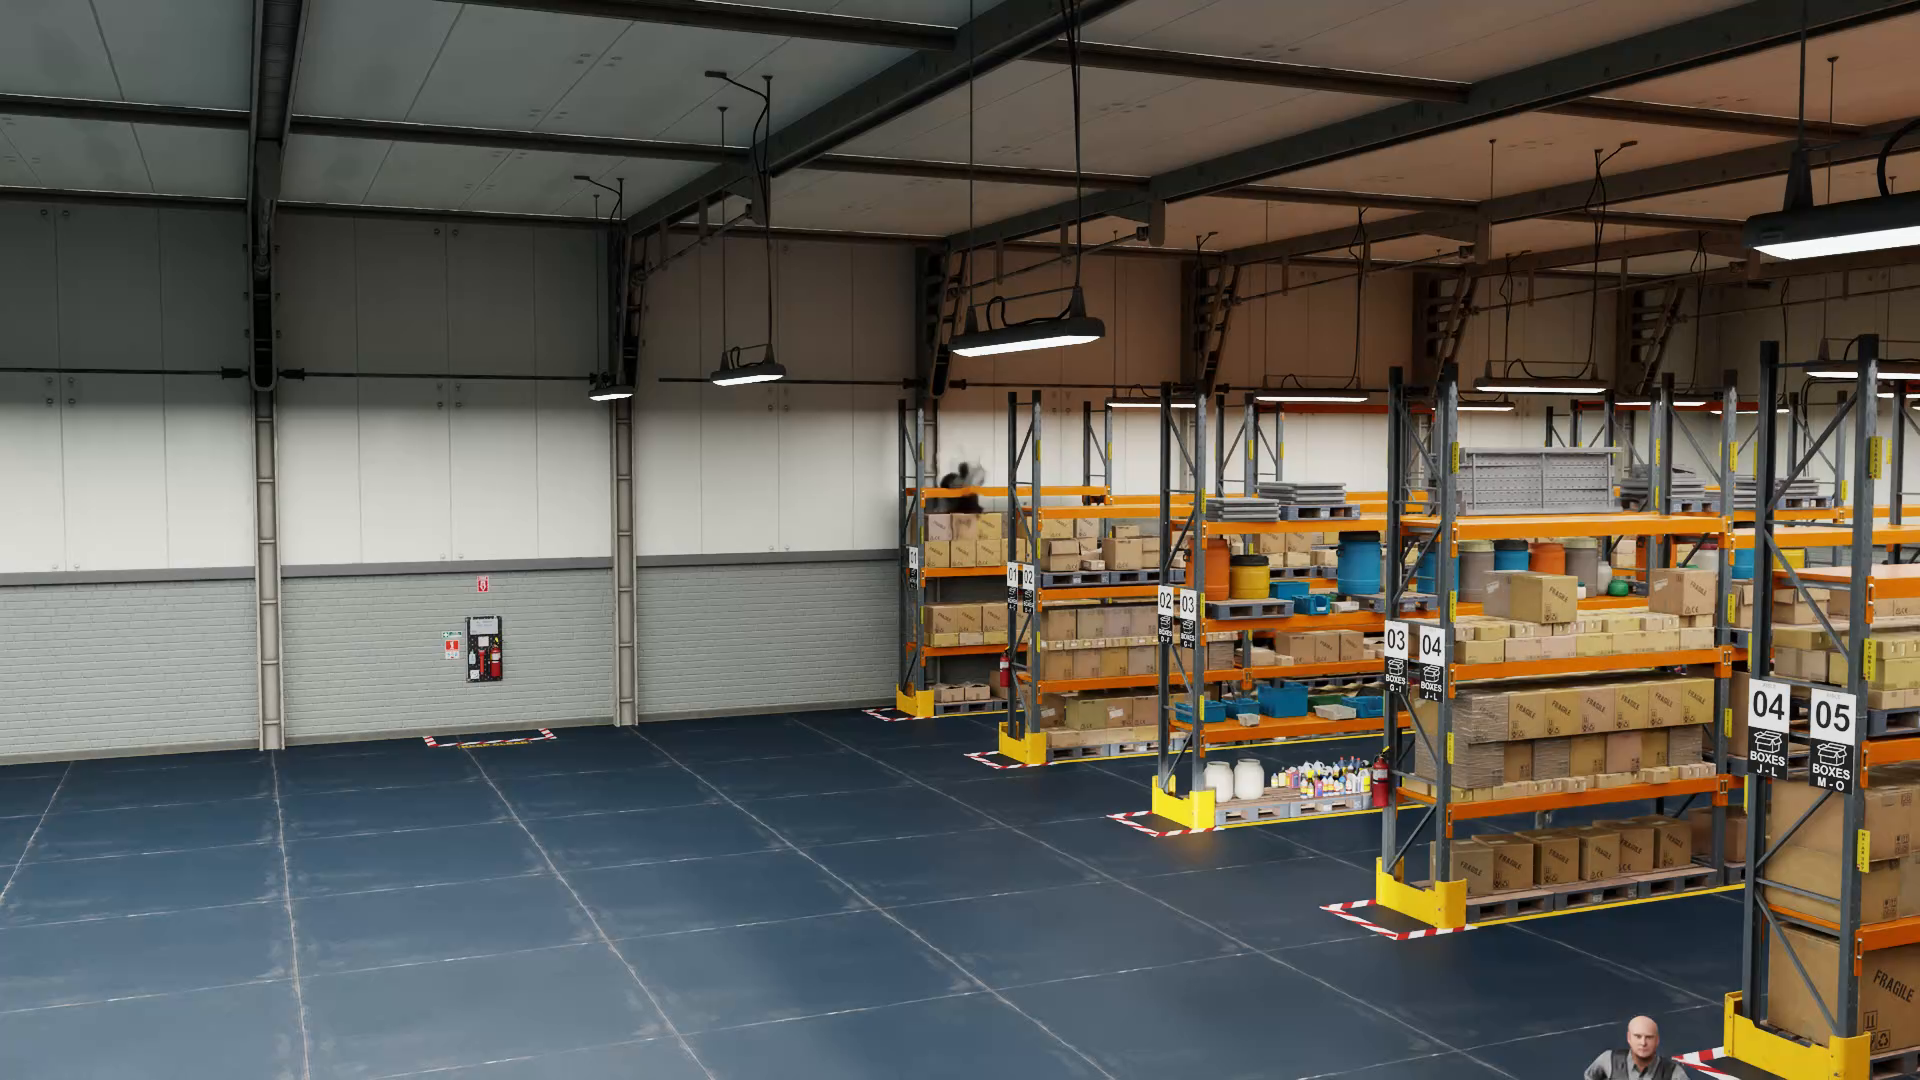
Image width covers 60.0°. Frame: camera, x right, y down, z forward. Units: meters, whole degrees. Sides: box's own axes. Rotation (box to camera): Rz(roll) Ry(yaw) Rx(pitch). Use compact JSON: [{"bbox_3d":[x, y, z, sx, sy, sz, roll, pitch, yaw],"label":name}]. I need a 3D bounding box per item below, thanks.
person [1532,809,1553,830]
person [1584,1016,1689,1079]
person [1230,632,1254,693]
[{"bbox_3d":[7.592,3.131,21.584,0.589,1.557,0.537,-3,4,-40],"label":"person"},{"bbox_3d":[4.068,3.690,9.946,0.645,1.725,0.953,1,4,21],"label":"person"},{"bbox_3d":[5.283,2.518,30.860,0.834,1.669,0.588,-2,4,-26],"label":"person"}]
